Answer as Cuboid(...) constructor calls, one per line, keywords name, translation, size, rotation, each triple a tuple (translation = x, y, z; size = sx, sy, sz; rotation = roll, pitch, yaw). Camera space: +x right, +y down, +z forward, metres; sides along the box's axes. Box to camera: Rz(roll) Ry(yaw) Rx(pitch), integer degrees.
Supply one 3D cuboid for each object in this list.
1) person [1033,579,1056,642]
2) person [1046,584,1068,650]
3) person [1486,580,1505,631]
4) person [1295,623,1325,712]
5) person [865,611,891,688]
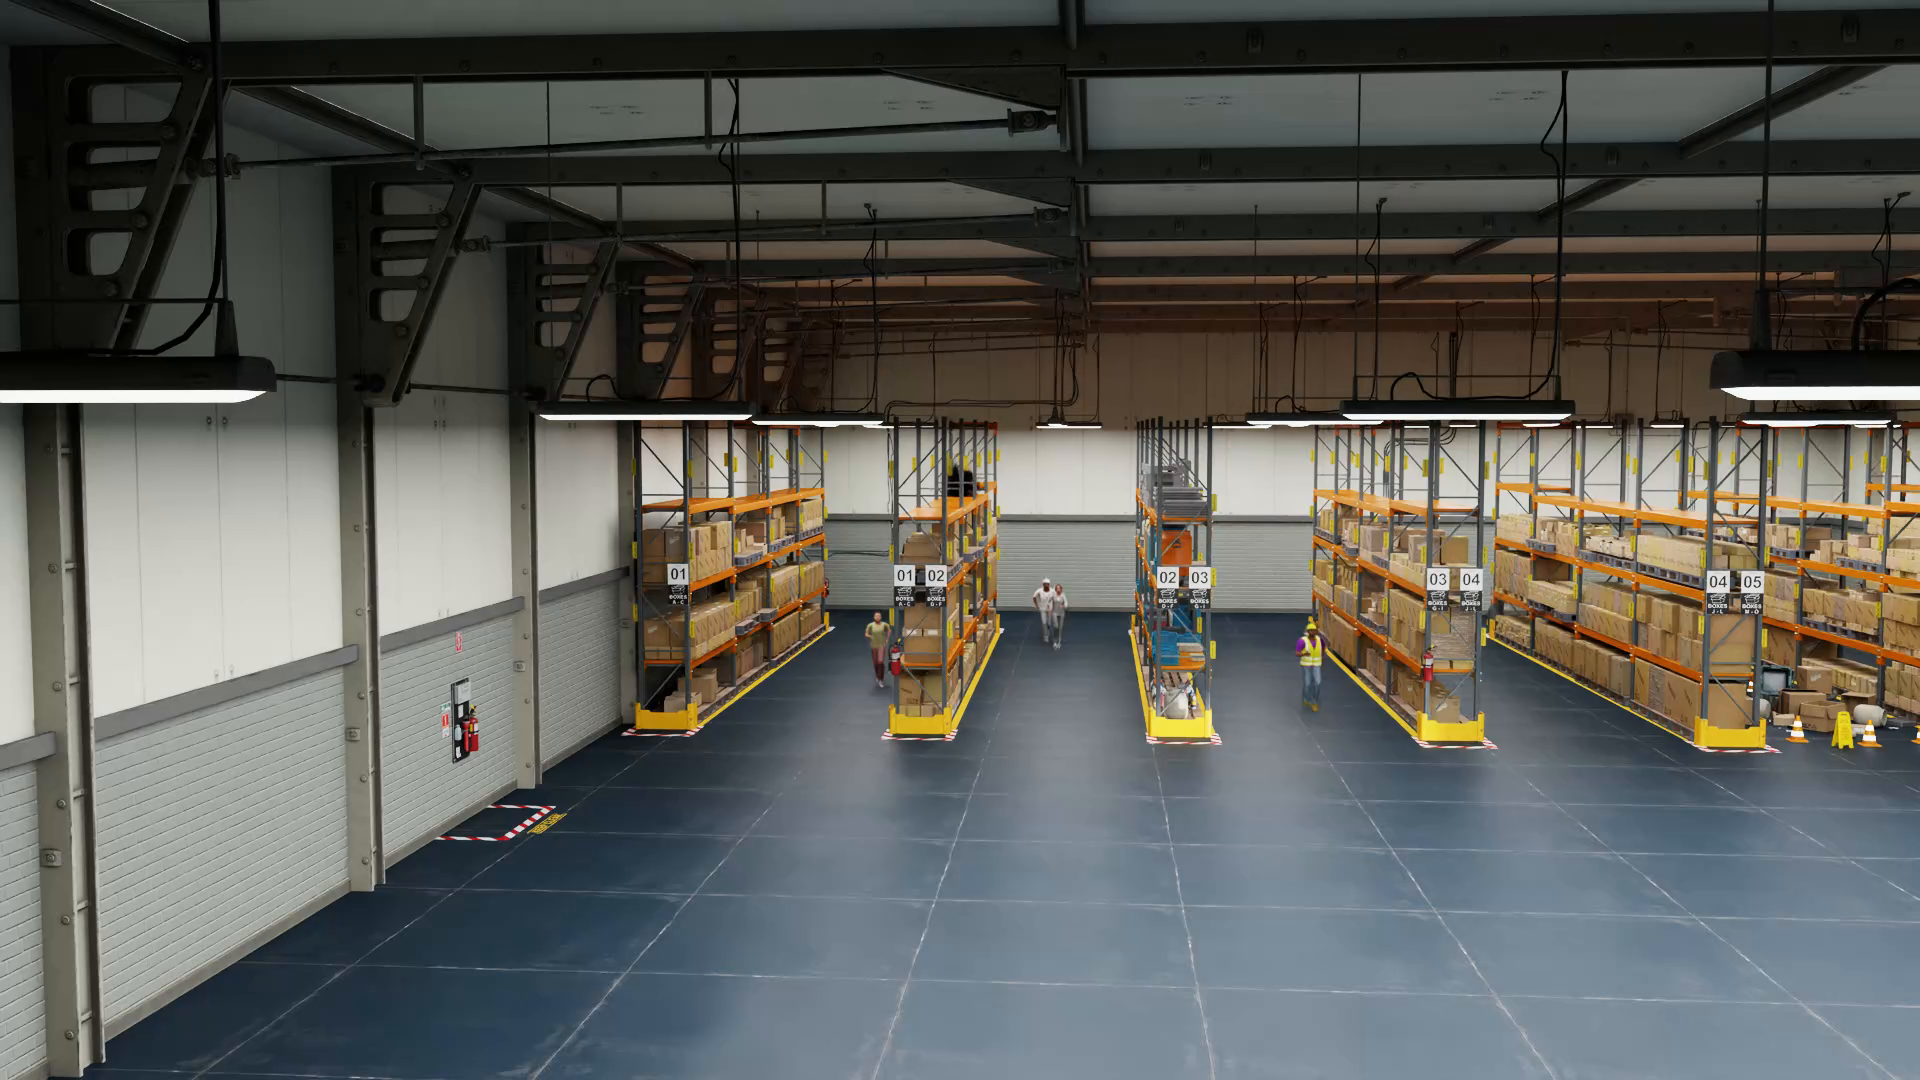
Cuboid(name="person", translation=(2.342, 1.903, 45.441), size=(0.684, 1.727, 0.773), rotation=(0, 4, -4))
Cuboid(name="person", translation=(2.449, 1.926, 41.628), size=(0.505, 1.642, 0.654), rotation=(-1, 4, -8))
Cuboid(name="person", translation=(15.418, 1.832, 47.477), size=(0.715, 1.664, 0.718), rotation=(0, 4, 4))
Cuboid(name="person", translation=(7.217, 2.616, 34.150), size=(0.687, 1.817, 0.719), rotation=(0, 4, -2))
Cuboid(name="person", translation=(-1.859, 2.451, 37.463), size=(0.559, 1.723, 0.743), rotation=(0, 4, 5))
